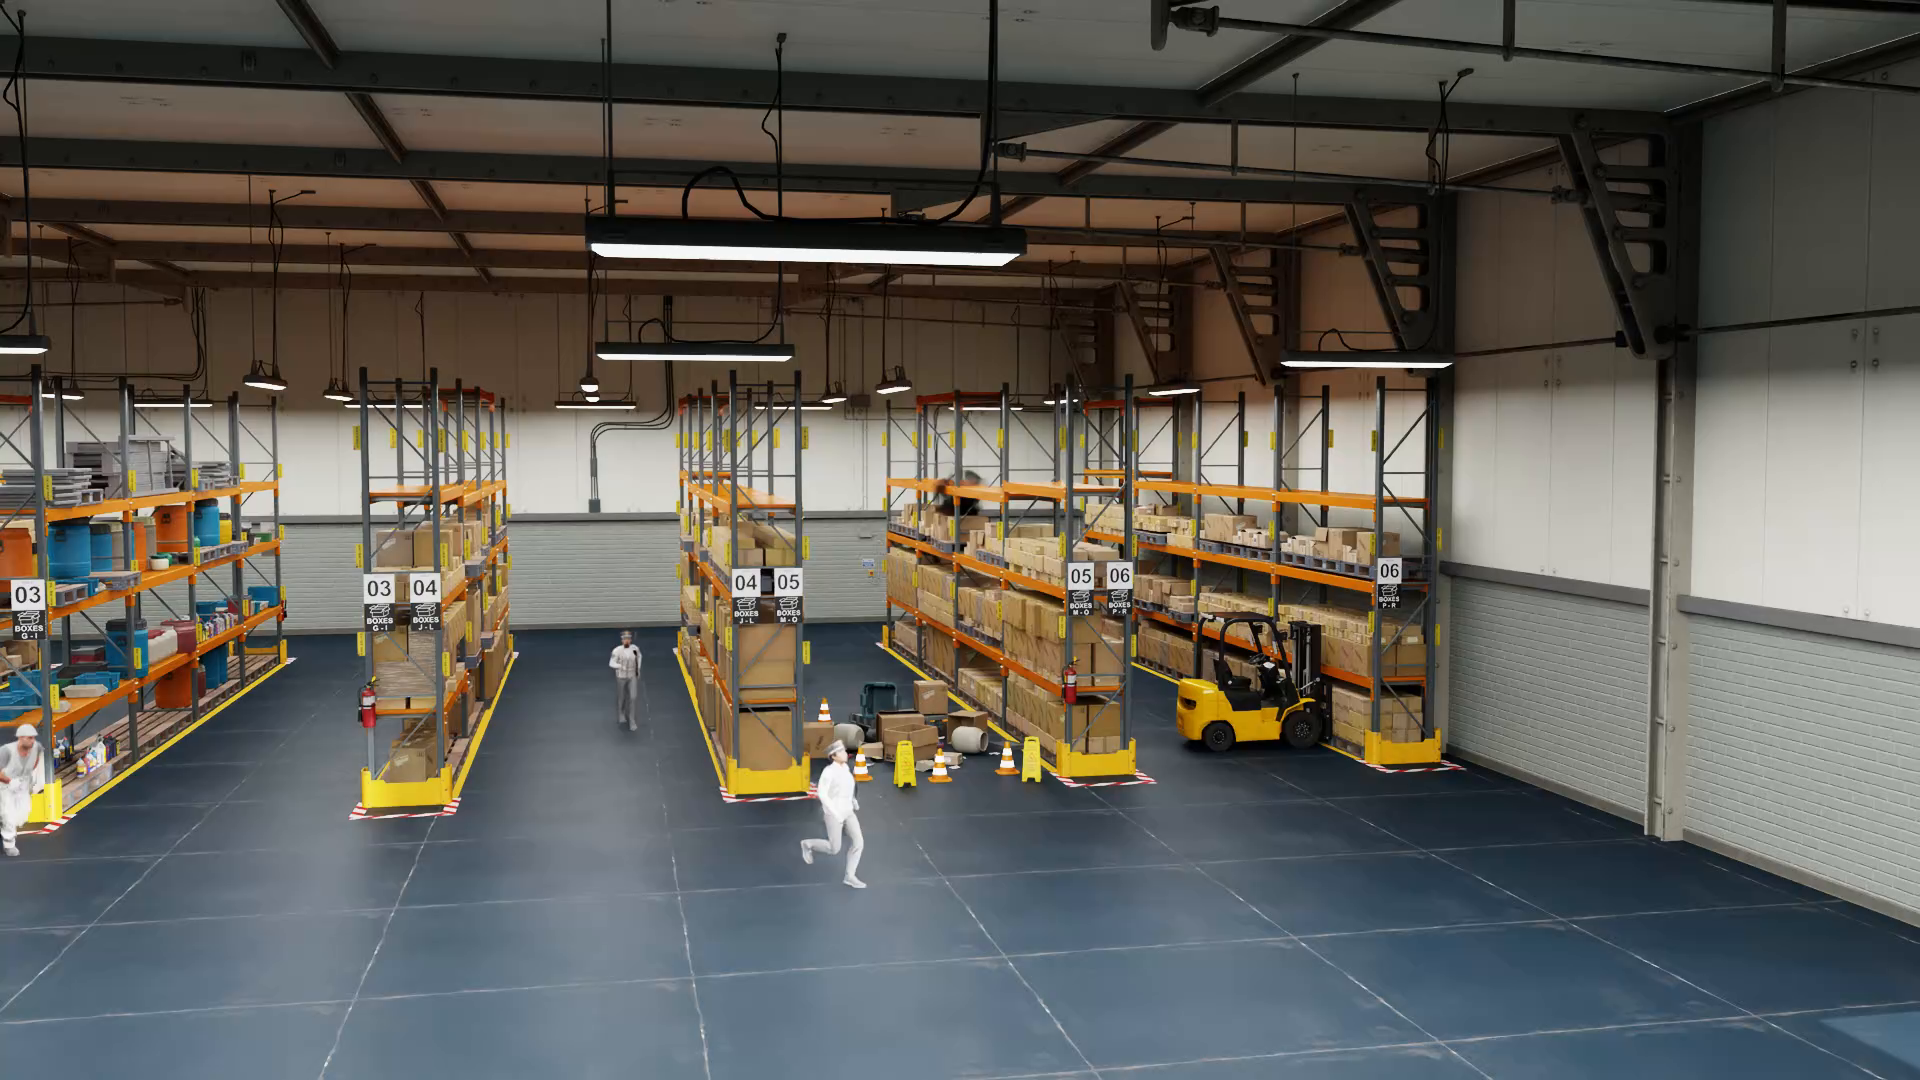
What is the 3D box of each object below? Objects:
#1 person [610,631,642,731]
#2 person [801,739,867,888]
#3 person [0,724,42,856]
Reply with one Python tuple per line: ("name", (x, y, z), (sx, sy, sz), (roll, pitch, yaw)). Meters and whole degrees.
("person", (-5.833, 2.424, 29.054), (0.562, 1.719, 0.857), (-1, 4, -14))
("person", (-1.406, 3.074, 18.803), (0.803, 1.665, 0.616), (2, 4, 32))
("person", (-11.426, 3.009, 20.130), (0.895, 1.619, 0.667), (2, 4, 27))
